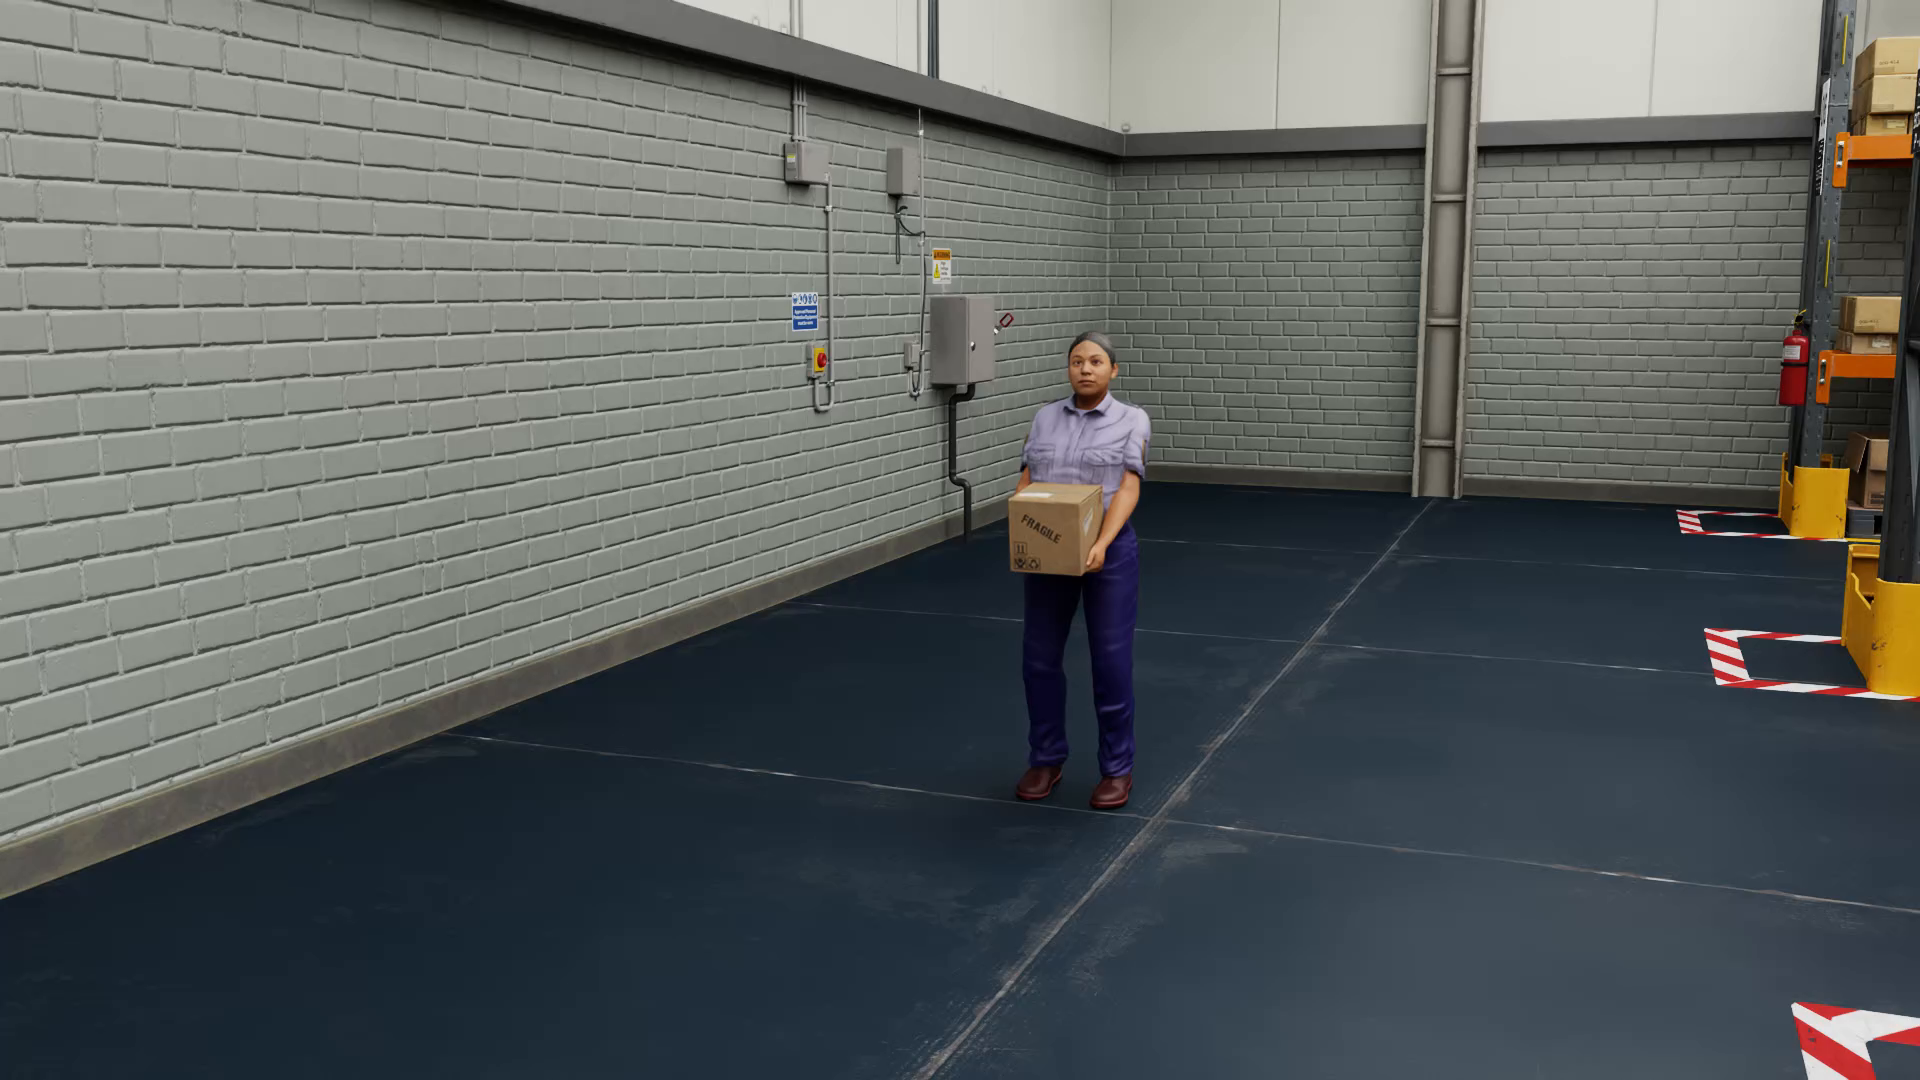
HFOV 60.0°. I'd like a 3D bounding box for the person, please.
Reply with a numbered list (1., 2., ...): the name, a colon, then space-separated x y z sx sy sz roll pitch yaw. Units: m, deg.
1. person: 0.398 0.111 5.763 0.452 1.629 0.515 4 10 22
